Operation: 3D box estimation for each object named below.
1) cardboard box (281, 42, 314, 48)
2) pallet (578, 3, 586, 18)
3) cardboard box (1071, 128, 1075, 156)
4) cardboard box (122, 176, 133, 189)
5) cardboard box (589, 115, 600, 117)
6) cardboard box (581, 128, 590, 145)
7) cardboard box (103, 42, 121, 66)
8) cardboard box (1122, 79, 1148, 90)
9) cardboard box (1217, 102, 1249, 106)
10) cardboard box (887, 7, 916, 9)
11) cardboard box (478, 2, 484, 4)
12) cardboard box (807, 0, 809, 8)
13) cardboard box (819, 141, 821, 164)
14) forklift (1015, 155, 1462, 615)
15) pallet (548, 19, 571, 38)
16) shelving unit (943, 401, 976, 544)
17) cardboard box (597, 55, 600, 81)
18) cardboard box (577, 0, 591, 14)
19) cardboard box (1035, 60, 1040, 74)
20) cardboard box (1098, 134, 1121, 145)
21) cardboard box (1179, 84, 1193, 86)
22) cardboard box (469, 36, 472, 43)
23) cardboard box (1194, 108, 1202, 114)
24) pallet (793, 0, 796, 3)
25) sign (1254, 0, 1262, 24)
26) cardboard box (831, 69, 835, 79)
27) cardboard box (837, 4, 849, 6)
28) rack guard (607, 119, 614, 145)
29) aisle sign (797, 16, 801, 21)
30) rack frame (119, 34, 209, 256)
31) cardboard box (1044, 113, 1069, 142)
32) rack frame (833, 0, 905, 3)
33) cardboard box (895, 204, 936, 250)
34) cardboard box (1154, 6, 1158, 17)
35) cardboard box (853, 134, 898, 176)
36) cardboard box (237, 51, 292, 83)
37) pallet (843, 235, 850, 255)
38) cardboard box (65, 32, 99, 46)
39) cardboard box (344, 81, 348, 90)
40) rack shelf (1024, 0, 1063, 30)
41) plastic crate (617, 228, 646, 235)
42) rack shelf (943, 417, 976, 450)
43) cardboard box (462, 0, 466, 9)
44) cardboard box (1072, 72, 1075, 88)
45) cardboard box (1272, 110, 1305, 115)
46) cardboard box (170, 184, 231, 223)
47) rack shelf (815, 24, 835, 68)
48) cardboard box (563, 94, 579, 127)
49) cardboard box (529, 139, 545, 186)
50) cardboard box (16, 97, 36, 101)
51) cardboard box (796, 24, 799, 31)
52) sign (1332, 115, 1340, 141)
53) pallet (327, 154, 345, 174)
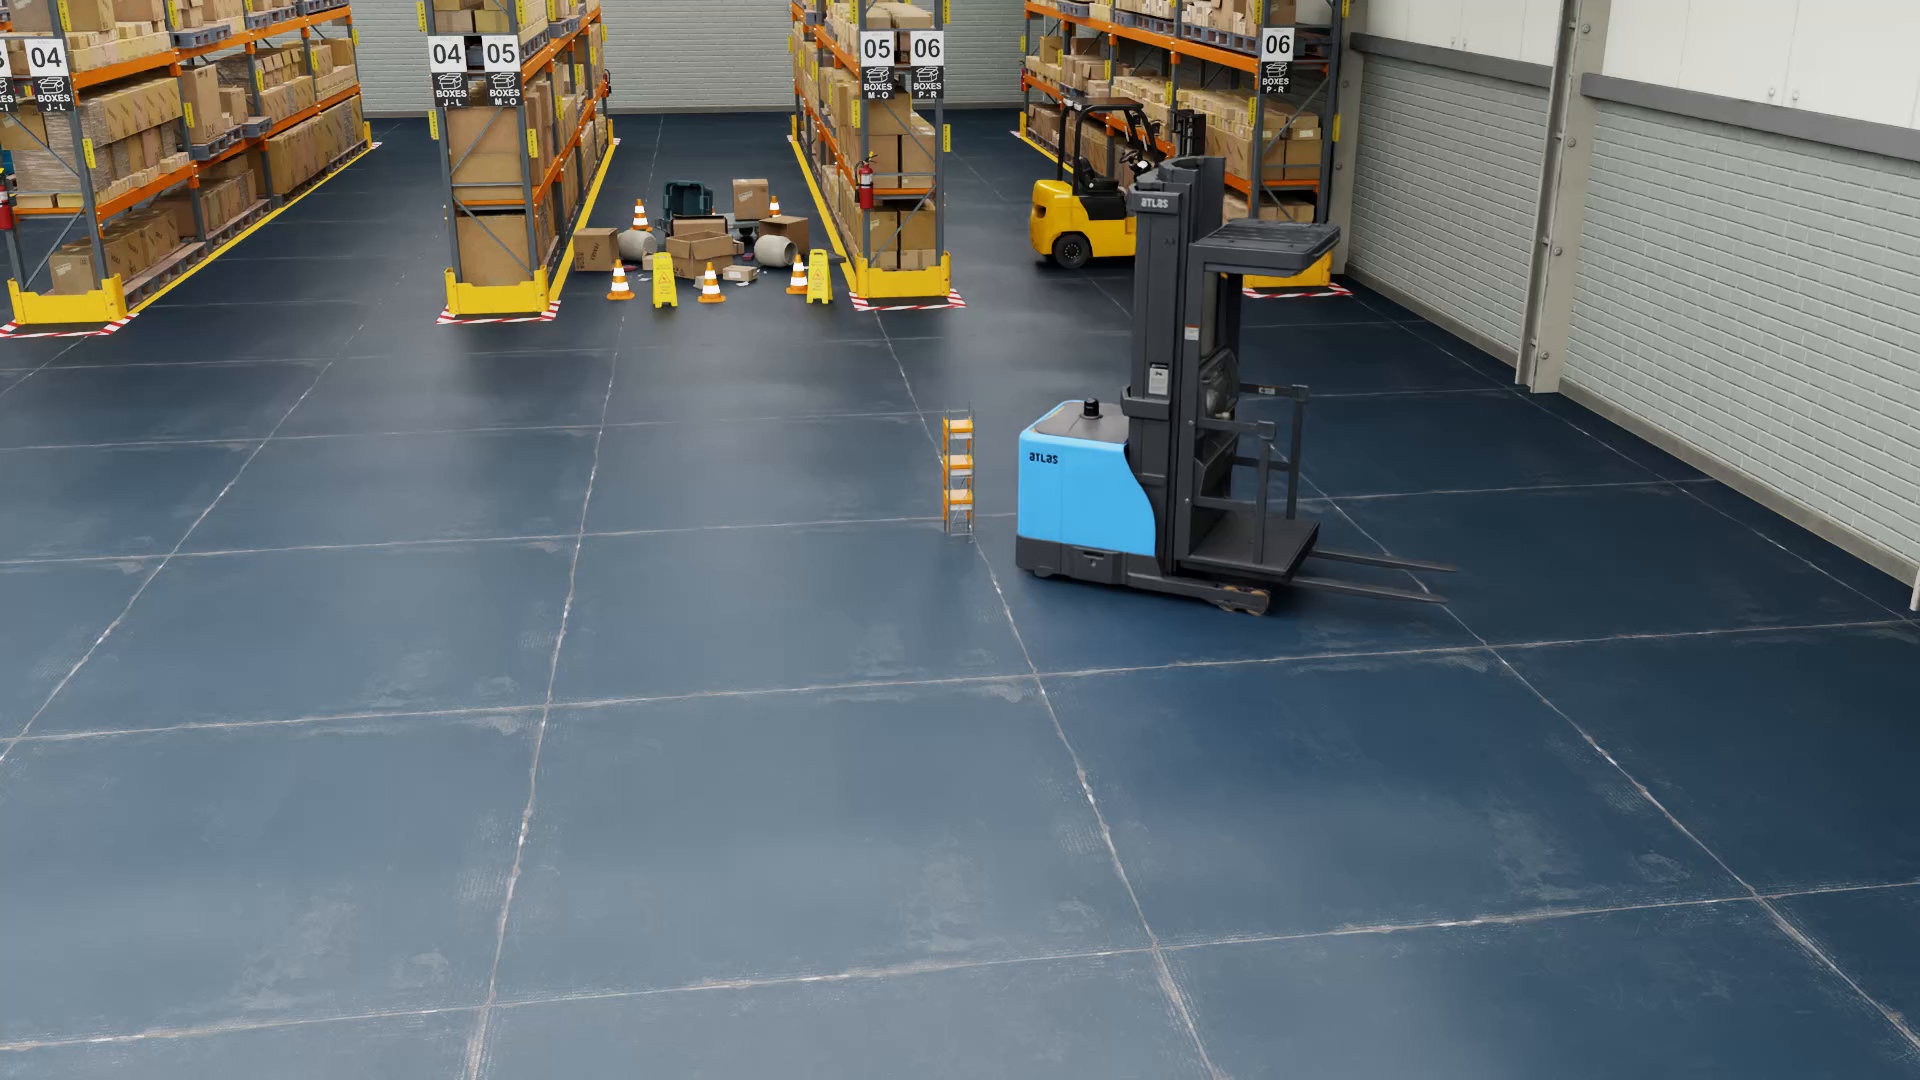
[{"bbox_3d":[-12.867,-9.422,32.374,0.500,0.500,0.500,-3,21,-9],"label":"cardboard box"},{"bbox_3d":[-7.338,-9.462,29.745,1.213,0.211,1.003,-3,21,-8],"label":"pallet"},{"bbox_3d":[2.407,-7.564,31.652,0.500,0.500,0.500,-3,21,-8],"label":"cardboard box"},{"bbox_3d":[-10.507,-4.420,20.622,0.380,0.149,0.250,-3,21,-8],"label":"cardboard box"},{"bbox_3d":[-7.592,-8.629,34.156,0.380,0.149,0.250,-3,21,-7],"label":"cardboard box"},{"bbox_3d":[-6.813,-7.135,29.434,0.500,0.250,0.500,-4,21,-10],"label":"cardboard box"},{"bbox_3d":[-10.477,-5.859,20.043,0.500,0.250,0.500,-3,21,-8],"label":"cardboard box"},{"bbox_3d":[2.906,-7.561,27.603,0.380,0.149,0.250,-2,21,-6],"label":"cardboard box"},{"bbox_3d":[3.716,-5.880,22.677,0.380,0.149,0.250,-3,21,-7],"label":"cardboard box"},{"bbox_3d":[-0.770,-6.995,22.091,0.380,0.149,0.250,-3,21,-7],"label":"cardboard box"},{"bbox_3d":[-6.154,-6.604,20.871,0.500,0.250,0.500,-3,21,-7],"label":"cardboard box"},{"bbox_3d":[-2.403,-9.508,28.857,0.500,0.500,0.500,-3,21,-7],"label":"cardboard box"},{"bbox_3d":[-2.132,-7.327,30.484,0.875,0.875,0.875,-2,21,-6],"label":"cardboard box"},{"bbox_3d":[1.966,-1.071,11.394,3.031,2.935,1.130,9,22,22],"label":"forklift"},{"bbox_3d":[-6.436,-7.689,24.998,1.003,0.211,1.213,-2,21,-5],"label":"pallet"},{"bbox_3d":[-0.008,-0.510,12.582,0.215,1.050,0.252,-3,21,-8],"label":"shelving unit"},{"bbox_3d":[-7.366,-9.266,32.670,0.500,0.500,0.500,-2,21,-5],"label":"cardboard box"},{"bbox_3d":[-7.128,-9.873,30.790,0.500,0.250,0.500,-2,21,-5],"label":"cardboard box"},{"bbox_3d":[1.844,-9.834,34.548,0.500,0.250,0.500,-3,21,-9],"label":"cardboard box"},{"bbox_3d":[2.658,-7.096,29.474,0.380,0.149,0.250,-4,21,-11],"label":"cardboard box"},{"bbox_3d":[3.537,-7.233,26.726,0.380,0.149,0.250,-2,21,-6],"label":"cardboard box"},{"bbox_3d":[-6.049,-6.015,19.862,0.380,0.149,0.250,-3,21,-7],"label":"cardboard box"},{"bbox_3d":[3.514,-5.999,23.422,0.380,0.149,0.250,-3,21,-8],"label":"cardboard box"},{"bbox_3d":[-2.898,-11.141,34.098,1.003,0.211,1.213,-3,21,-8],"label":"pallet"},{"bbox_3d":[3.664,-6.506,20.409,0.100,0.325,0.005,-3,21,-8],"label":"sign"},{"bbox_3d":[-1.750,-7.046,25.199,0.380,0.149,0.250,-4,21,-10],"label":"cardboard box"},{"bbox_3d":[-1.496,-7.326,22.976,0.380,0.149,0.250,-2,21,-6],"label":"cardboard box"},{"bbox_3d":[-7.888,-8.552,34.899,1.175,0.500,0.348,-3,21,-8],"label":"rack guard"},{"bbox_3d":[-3.312,-11.262,34.866,0.394,0.787,0.004,-3,21,-8],"label":"aisle sign"},{"bbox_3d":[-11.092,-5.379,22.831,1.000,3.000,0.127,-3,21,-8],"label":"rack frame"},{"bbox_3d":[2.125,-8.437,33.992,0.700,0.500,0.500,-4,21,-10],"label":"cardboard box"},{"bbox_3d":[-1.285,-8.689,23.120,1.000,3.000,0.127,-3,21,-8],"label":"rack frame"},{"bbox_3d":[-0.555,-4.055,21.545,0.500,0.500,0.500,-4,21,-10],"label":"cardboard box"},{"bbox_3d":[3.167,-8.027,25.250,0.380,0.149,0.250,-3,21,-8],"label":"cardboard box"},{"bbox_3d":[-1.059,-4.854,20.858,0.500,0.500,0.500,-3,21,-9],"label":"cardboard box"},{"bbox_3d":[-12.057,-8.207,28.826,0.797,0.503,0.637,-3,21,-7],"label":"cardboard box"},{"bbox_3d":[-1.153,-4.342,24.040,1.003,0.211,1.213,-3,21,-8],"label":"pallet"},{"bbox_3d":[-10.395,-5.897,19.575,0.380,0.149,0.250,-2,21,-6],"label":"cardboard box"},{"bbox_3d":[-12.296,-8.956,32.767,0.380,0.149,0.250,-3,21,-9],"label":"cardboard box"},{"bbox_3d":[2.185,-10.661,33.715,1.077,0.370,4.000,-3,21,-8],"label":"rack shelf"},{"bbox_3d":[-4.847,-4.310,23.905,0.450,0.188,0.662,-2,18,24],"label":"plastic crate"},{"bbox_3d":[-0.008,-0.766,12.486,0.215,0.259,0.240,-3,21,-8],"label":"rack shelf"},{"bbox_3d":[-6.011,-6.300,19.486,0.380,0.149,0.250,-3,21,-7],"label":"cardboard box"},{"bbox_3d":[2.294,-8.534,30.870,0.396,0.266,0.258,-2,21,-5],"label":"cardboard box"},{"bbox_3d":[4.309,-5.546,21.782,0.380,0.149,0.250,-3,21,-7],"label":"cardboard box"},{"bbox_3d":[-11.290,-4.988,24.727,0.700,0.500,0.500,-5,21,-12],"label":"cardboard box"},{"bbox_3d":[-1.573,-7.640,25.625,1.077,0.370,4.000,-3,21,-8],"label":"rack shelf"},{"bbox_3d":[-6.415,-6.884,26.717,0.500,0.500,0.500,-3,21,-8],"label":"cardboard box"},{"bbox_3d":[-5.748,-4.795,21.054,0.875,0.550,0.550,-3,21,-8],"label":"cardboard box"},{"bbox_3d":[-10.917,-5.000,19.818,0.500,0.500,0.500,-3,21,-8],"label":"cardboard box"},{"bbox_3d":[-3.150,-10.443,33.890,0.380,0.149,0.250,-4,21,-10],"label":"cardboard box"},{"bbox_3d":[4.753,-5.214,21.039,0.100,0.325,0.005,-3,21,-8],"label":"sign"},{"bbox_3d":[-12.277,-7.110,31.451,1.003,0.211,1.213,-3,21,-8],"label":"pallet"}]
